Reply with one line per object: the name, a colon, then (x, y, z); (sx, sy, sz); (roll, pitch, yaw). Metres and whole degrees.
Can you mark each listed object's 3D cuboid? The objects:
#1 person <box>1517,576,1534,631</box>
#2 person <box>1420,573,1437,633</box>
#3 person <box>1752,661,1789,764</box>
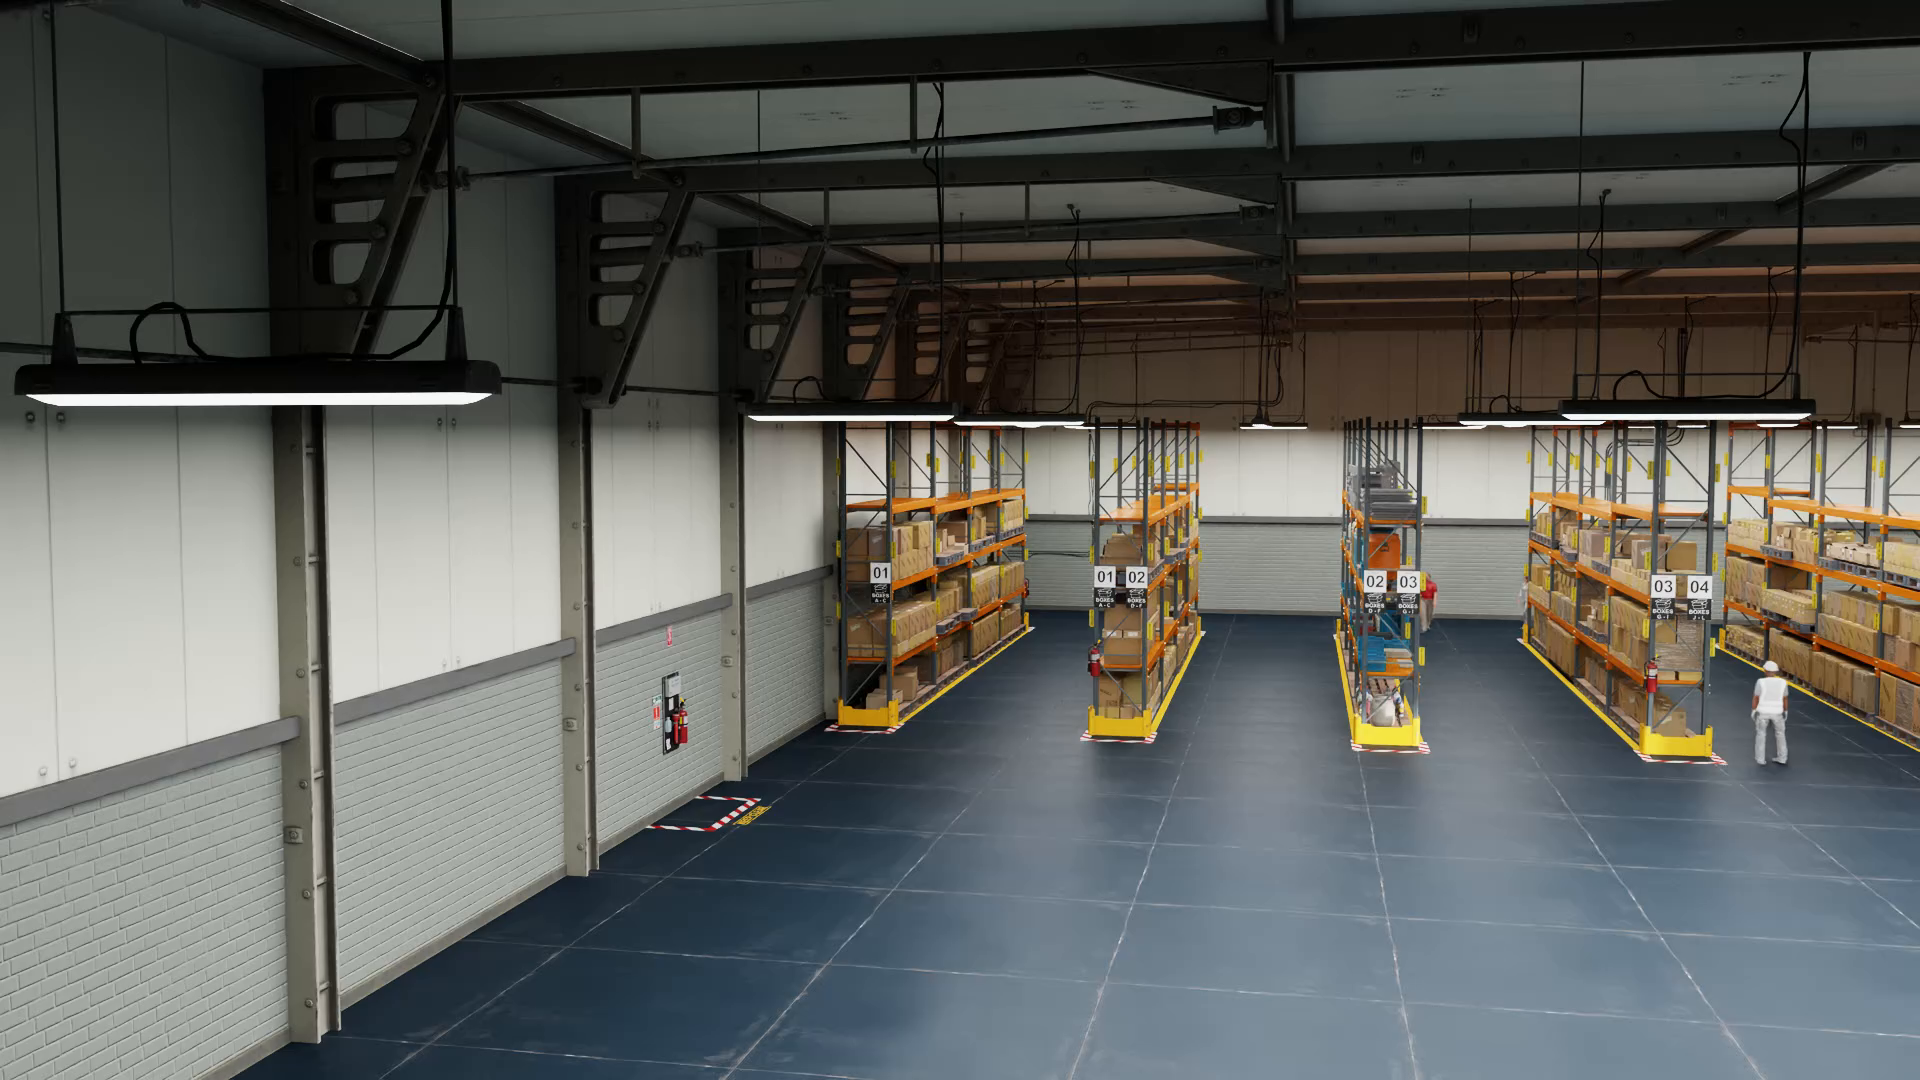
person: (16.390, 1.820, 48.137); (0.504, 1.626, 0.450); (-2, 4, -28)
person: (13.412, 1.792, 47.627); (0.477, 1.676, 1.060); (0, 4, 6)
person: (13.968, 2.969, 28.650); (0.581, 1.793, 0.511); (2, 4, 26)
